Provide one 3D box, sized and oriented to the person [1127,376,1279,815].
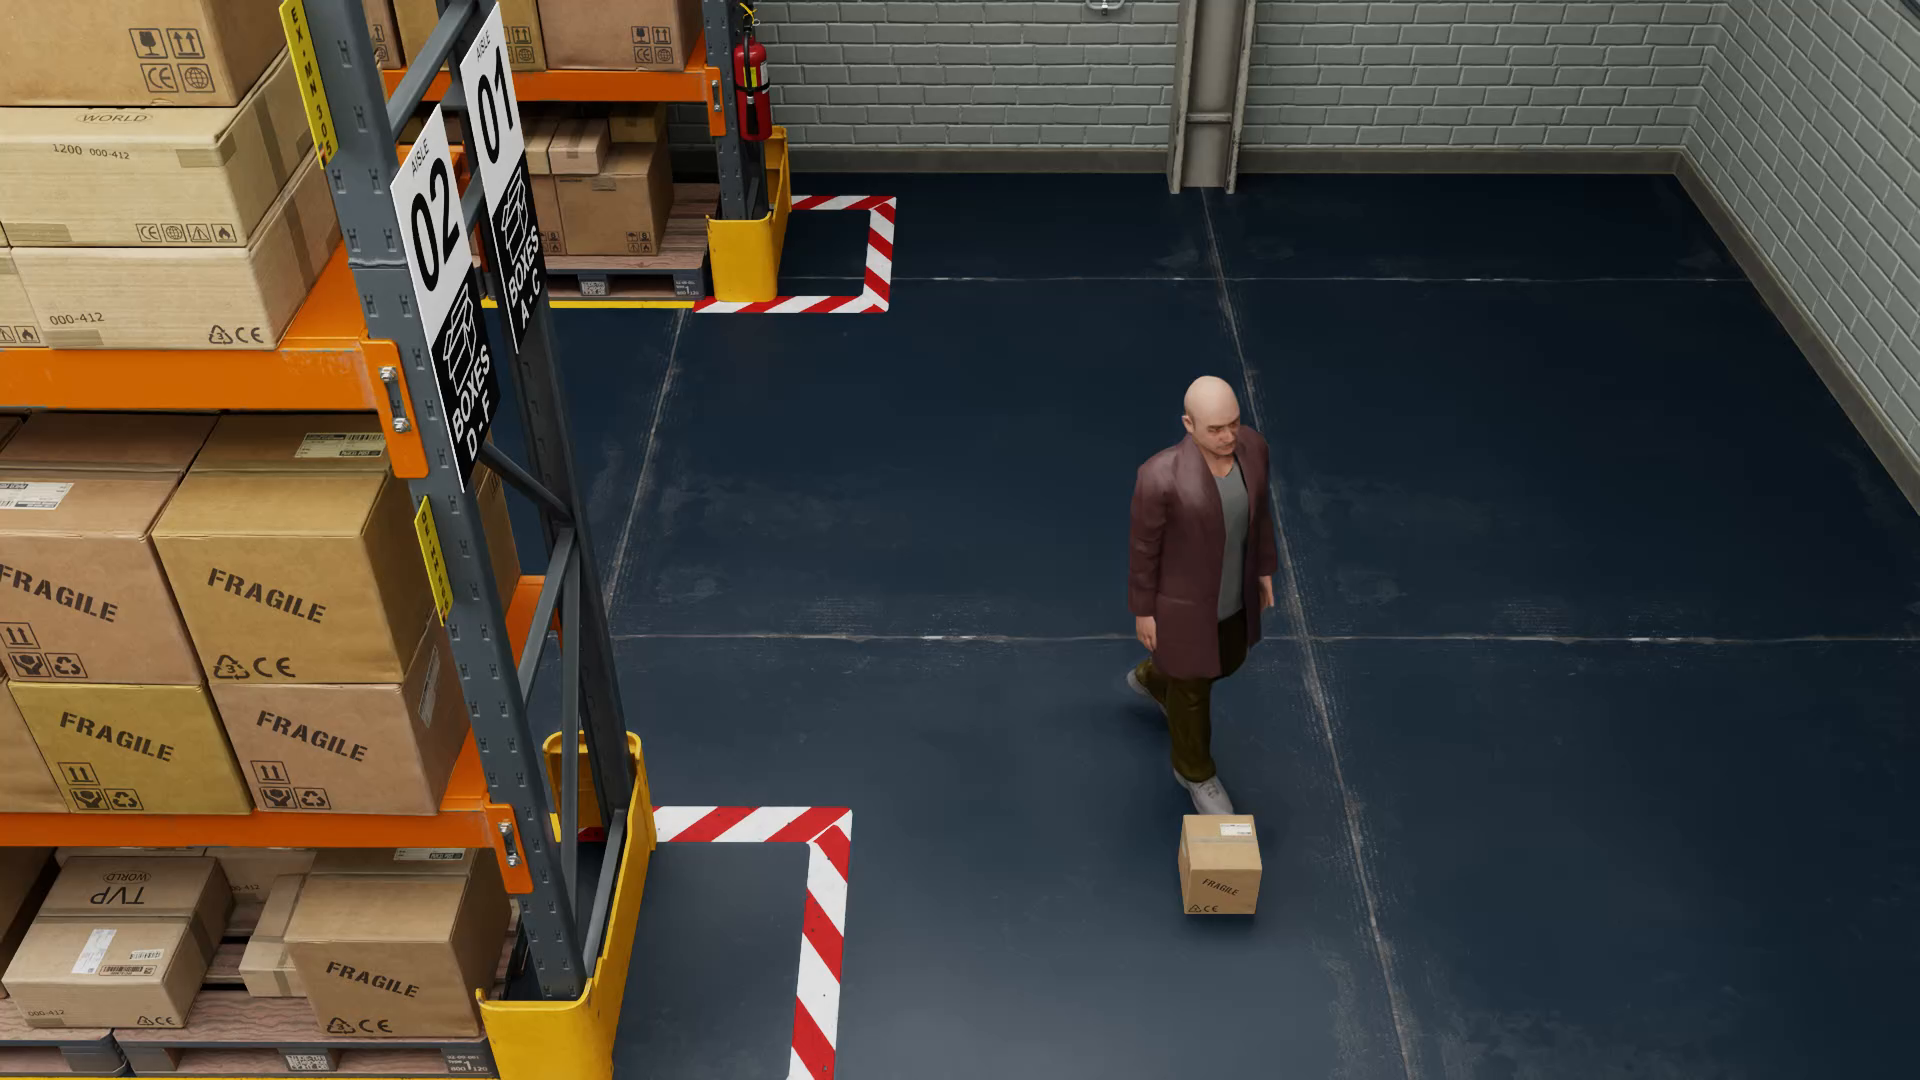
[{"bbox_3d":[0.866,0.173,5.944,0.602,1.773,0.757,-23,44,-26],"label":"person"}]
